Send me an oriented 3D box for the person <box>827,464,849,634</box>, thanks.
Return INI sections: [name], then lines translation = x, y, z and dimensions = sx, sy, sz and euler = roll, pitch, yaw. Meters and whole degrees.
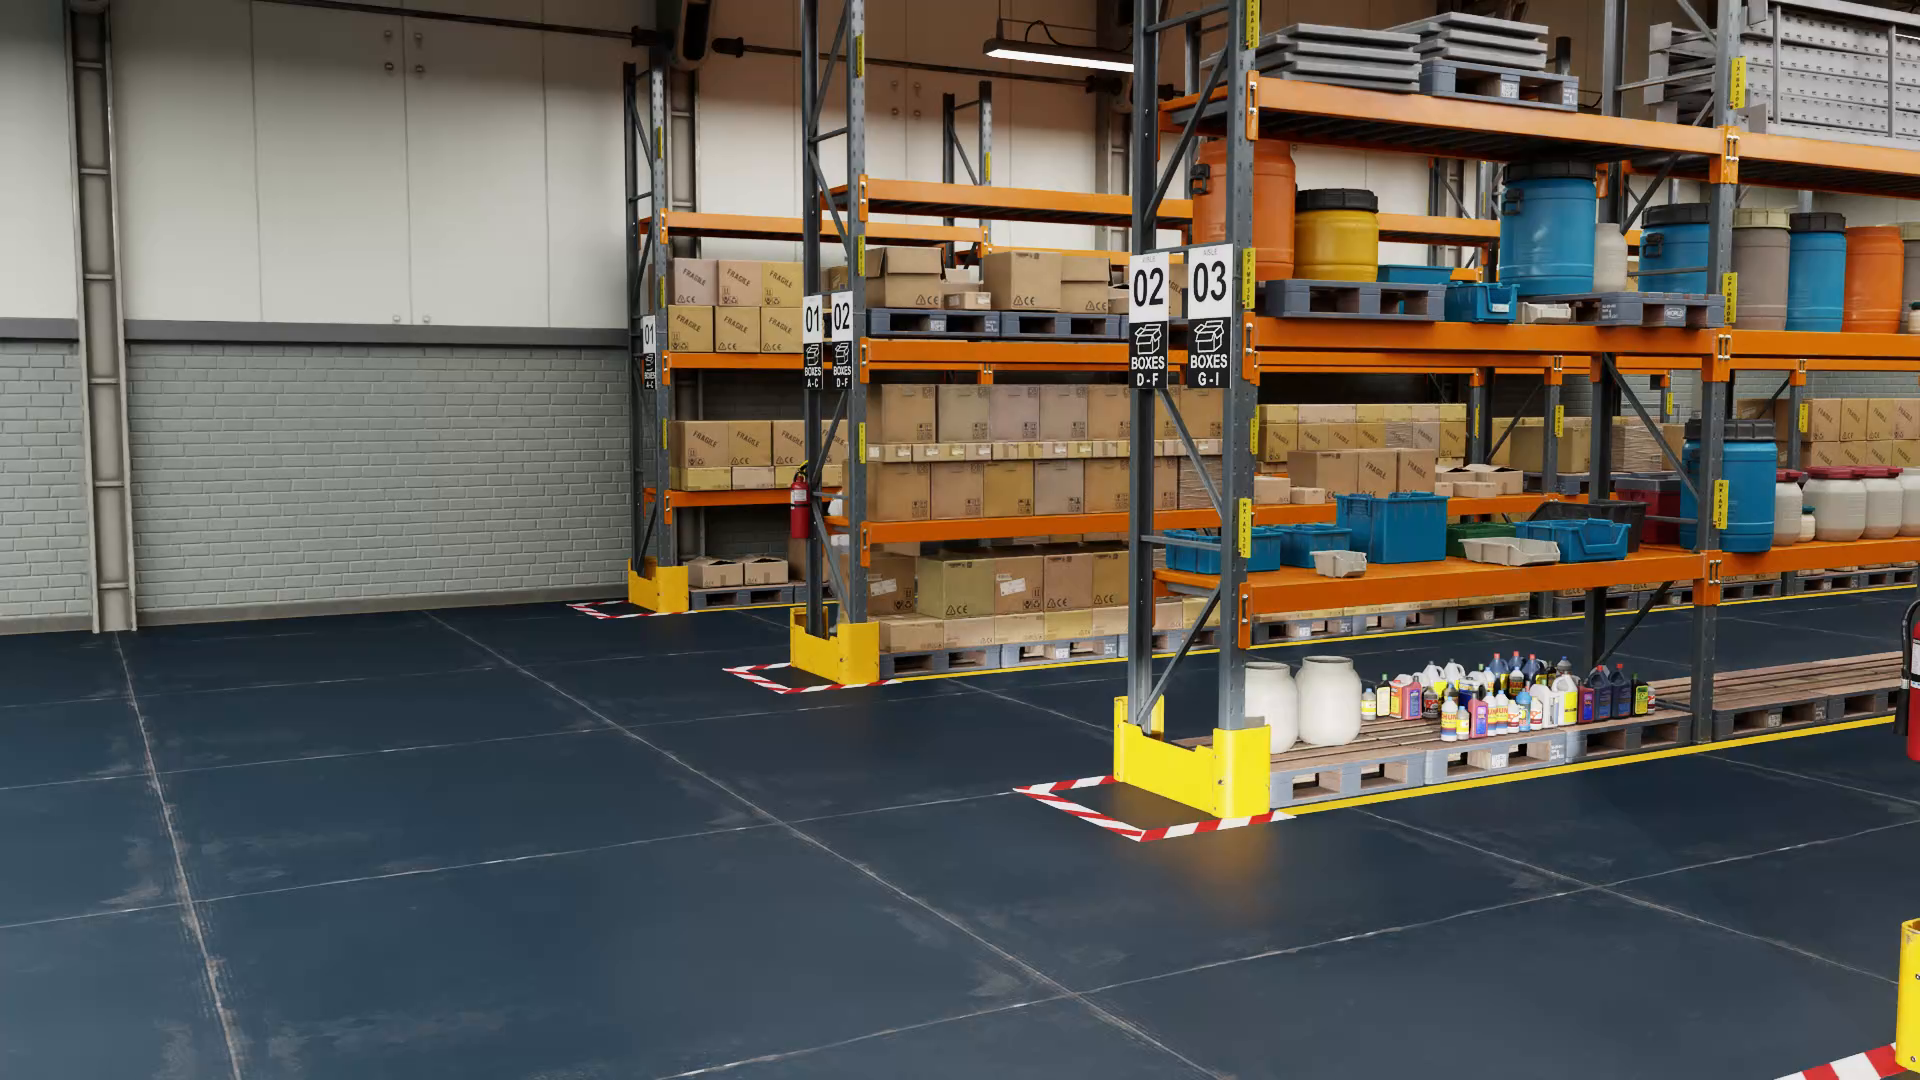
[person]
translation = -1.099, 0.063, 16.494
dimensions = 0.458, 1.662, 0.767
euler = 4, 6, 35
